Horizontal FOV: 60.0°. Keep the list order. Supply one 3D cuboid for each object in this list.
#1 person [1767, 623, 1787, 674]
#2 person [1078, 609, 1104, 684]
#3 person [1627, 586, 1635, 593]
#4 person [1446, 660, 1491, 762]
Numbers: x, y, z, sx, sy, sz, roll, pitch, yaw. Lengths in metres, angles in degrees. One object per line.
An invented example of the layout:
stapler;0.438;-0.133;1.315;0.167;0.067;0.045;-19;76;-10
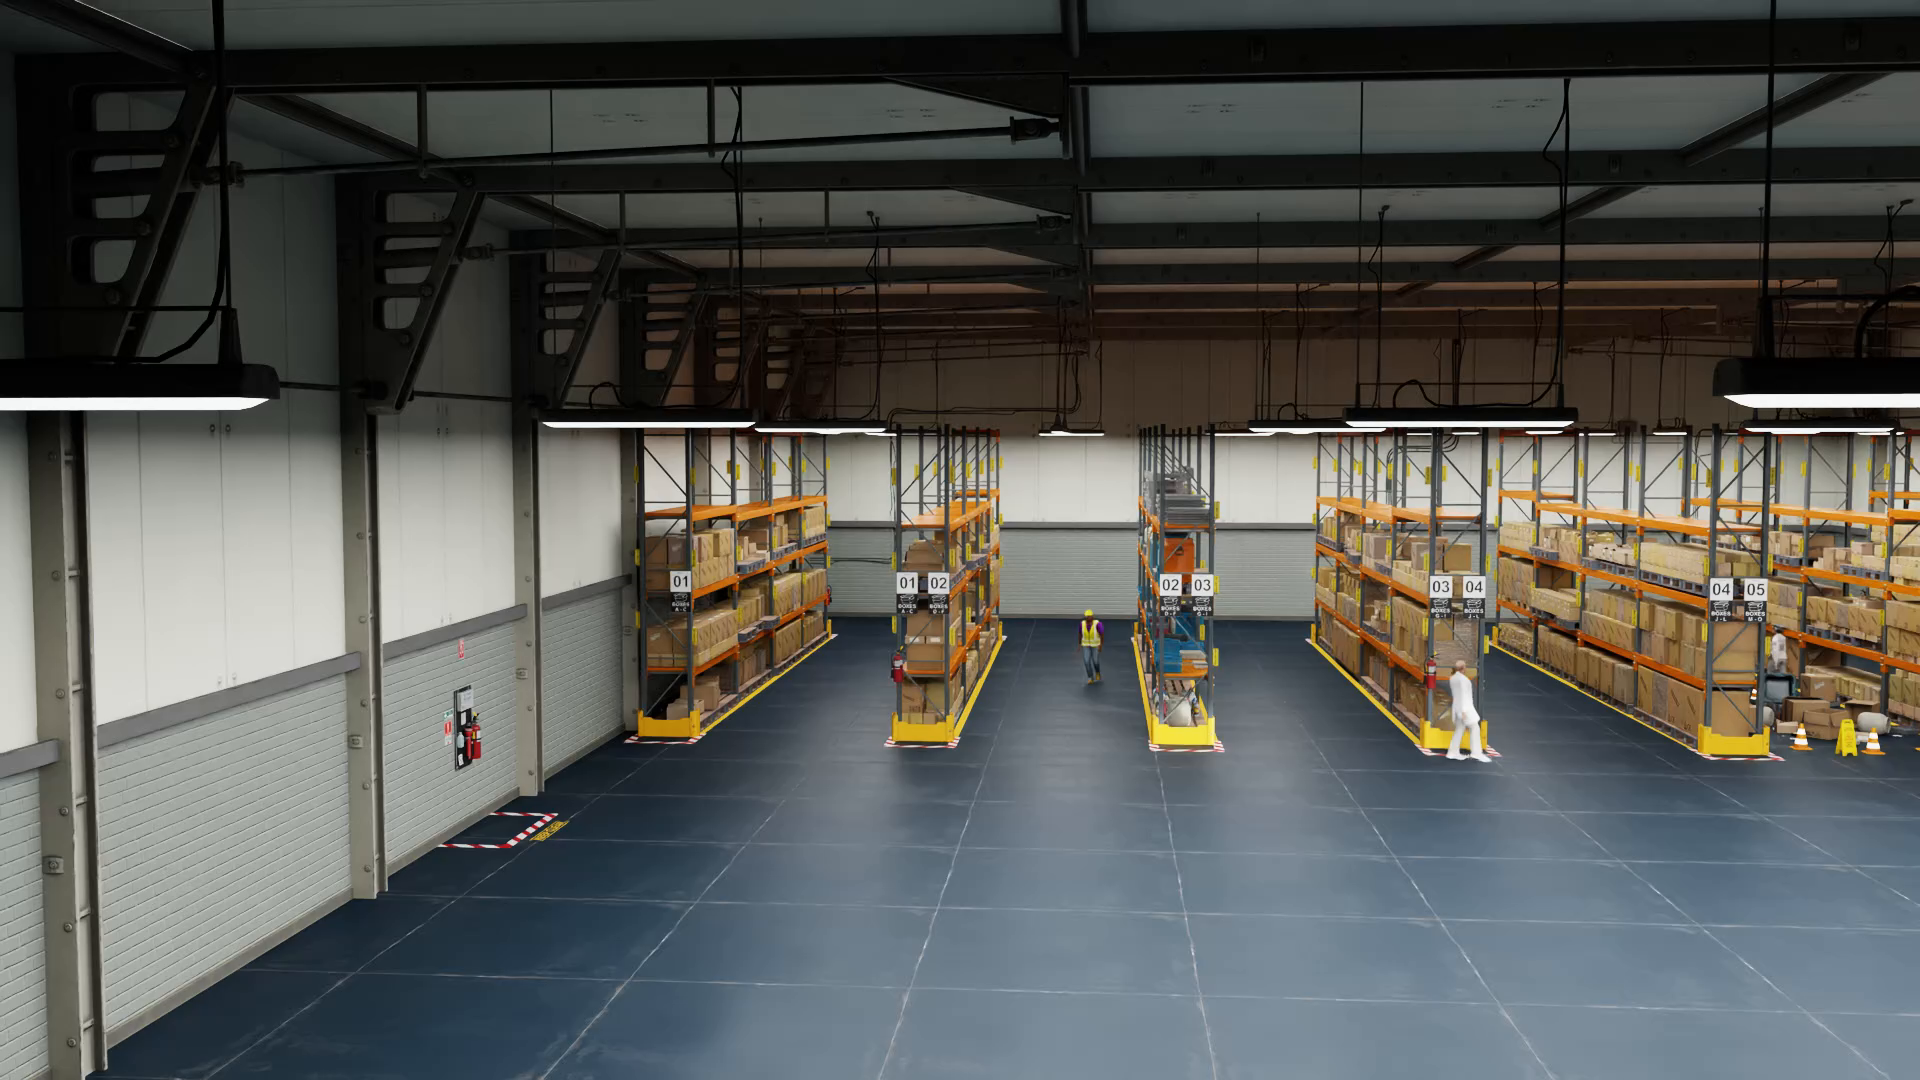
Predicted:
person;17.990;2.683;36.538;0.463;1.714;0.667;-1;4;-9
person;3.089;2.483;39.019;0.636;1.740;0.678;1;4;17
person;19.043;2.010;47.102;0.964;1.690;0.542;0;3;0
person;9.034;3.038;29.629;0.720;1.793;0.599;-1;4;-13
